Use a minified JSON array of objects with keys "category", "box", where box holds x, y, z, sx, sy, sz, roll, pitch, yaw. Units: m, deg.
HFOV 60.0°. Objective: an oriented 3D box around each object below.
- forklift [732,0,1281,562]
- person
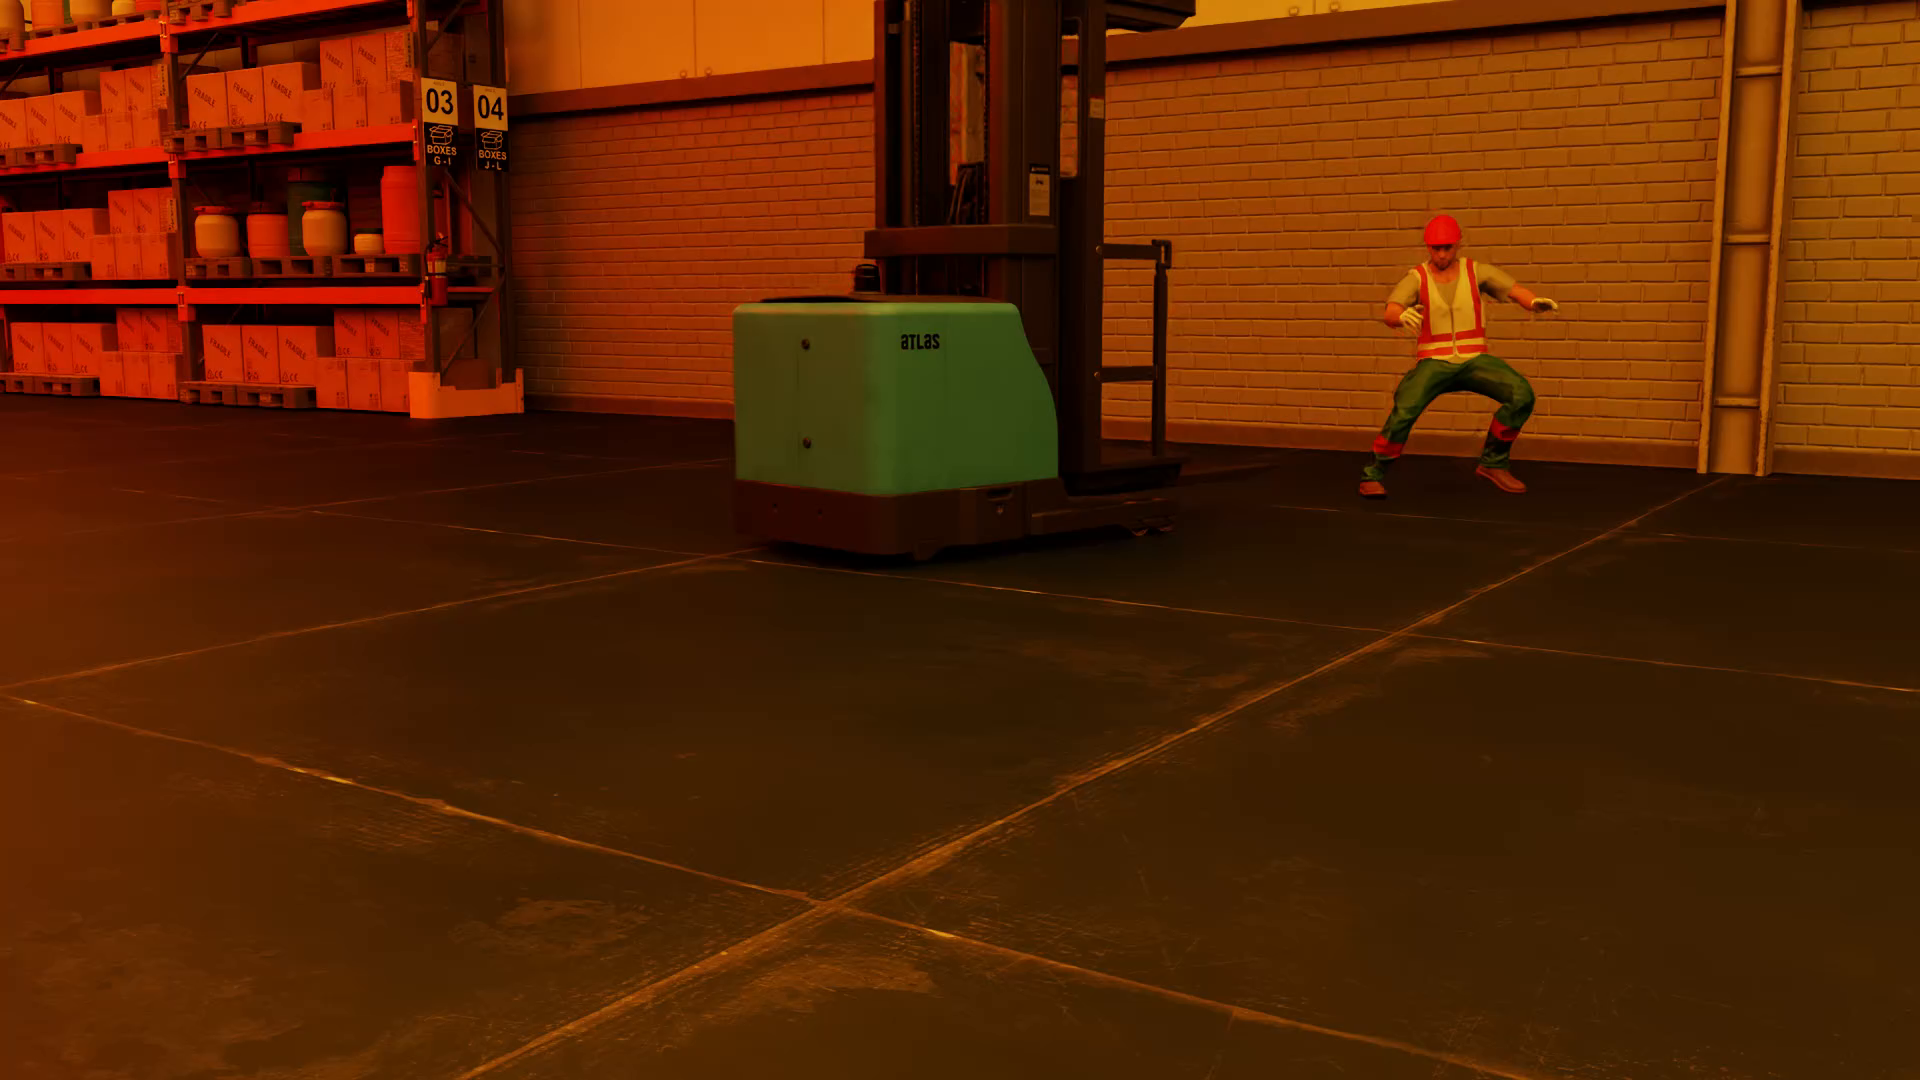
[{"category":"forklift","box":[0.397,-1.515,7.846,3.031,2.935,1.130,-8,11,-44]},{"category":"person","box":[2.746,-1.012,9.193,1.006,1.564,0.774,1,8,10]}]
